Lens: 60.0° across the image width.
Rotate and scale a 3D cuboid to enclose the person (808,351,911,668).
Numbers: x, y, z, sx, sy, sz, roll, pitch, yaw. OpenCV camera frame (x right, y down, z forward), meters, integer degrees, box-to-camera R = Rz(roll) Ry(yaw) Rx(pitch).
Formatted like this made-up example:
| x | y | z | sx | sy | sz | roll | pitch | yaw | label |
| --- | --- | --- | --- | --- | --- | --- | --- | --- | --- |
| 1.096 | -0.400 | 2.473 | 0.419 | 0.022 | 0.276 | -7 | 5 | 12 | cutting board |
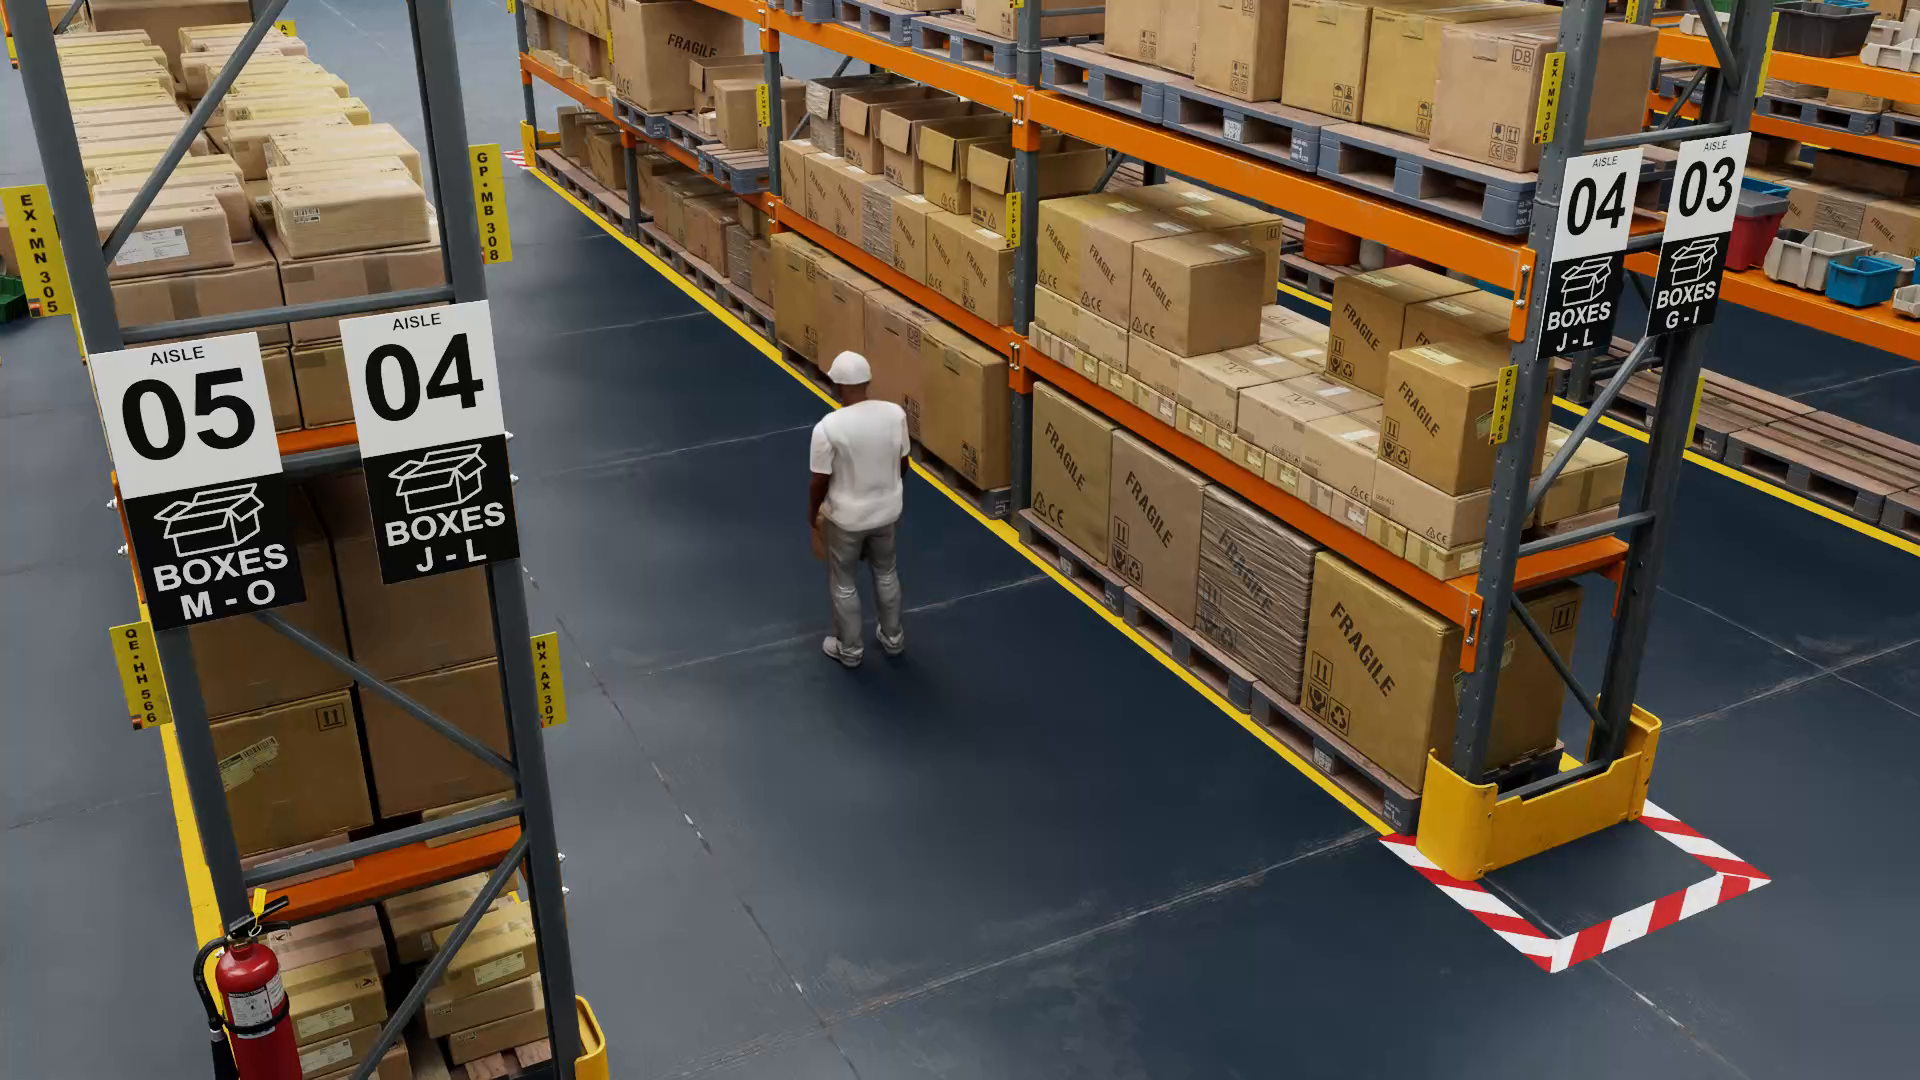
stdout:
| x | y | z | sx | sy | sz | roll | pitch | yaw | label |
| --- | --- | --- | --- | --- | --- | --- | --- | --- | --- |
| -0.536 | -0.156 | 8.915 | 0.583 | 1.763 | 0.422 | -14 | 29 | -26 | person |
